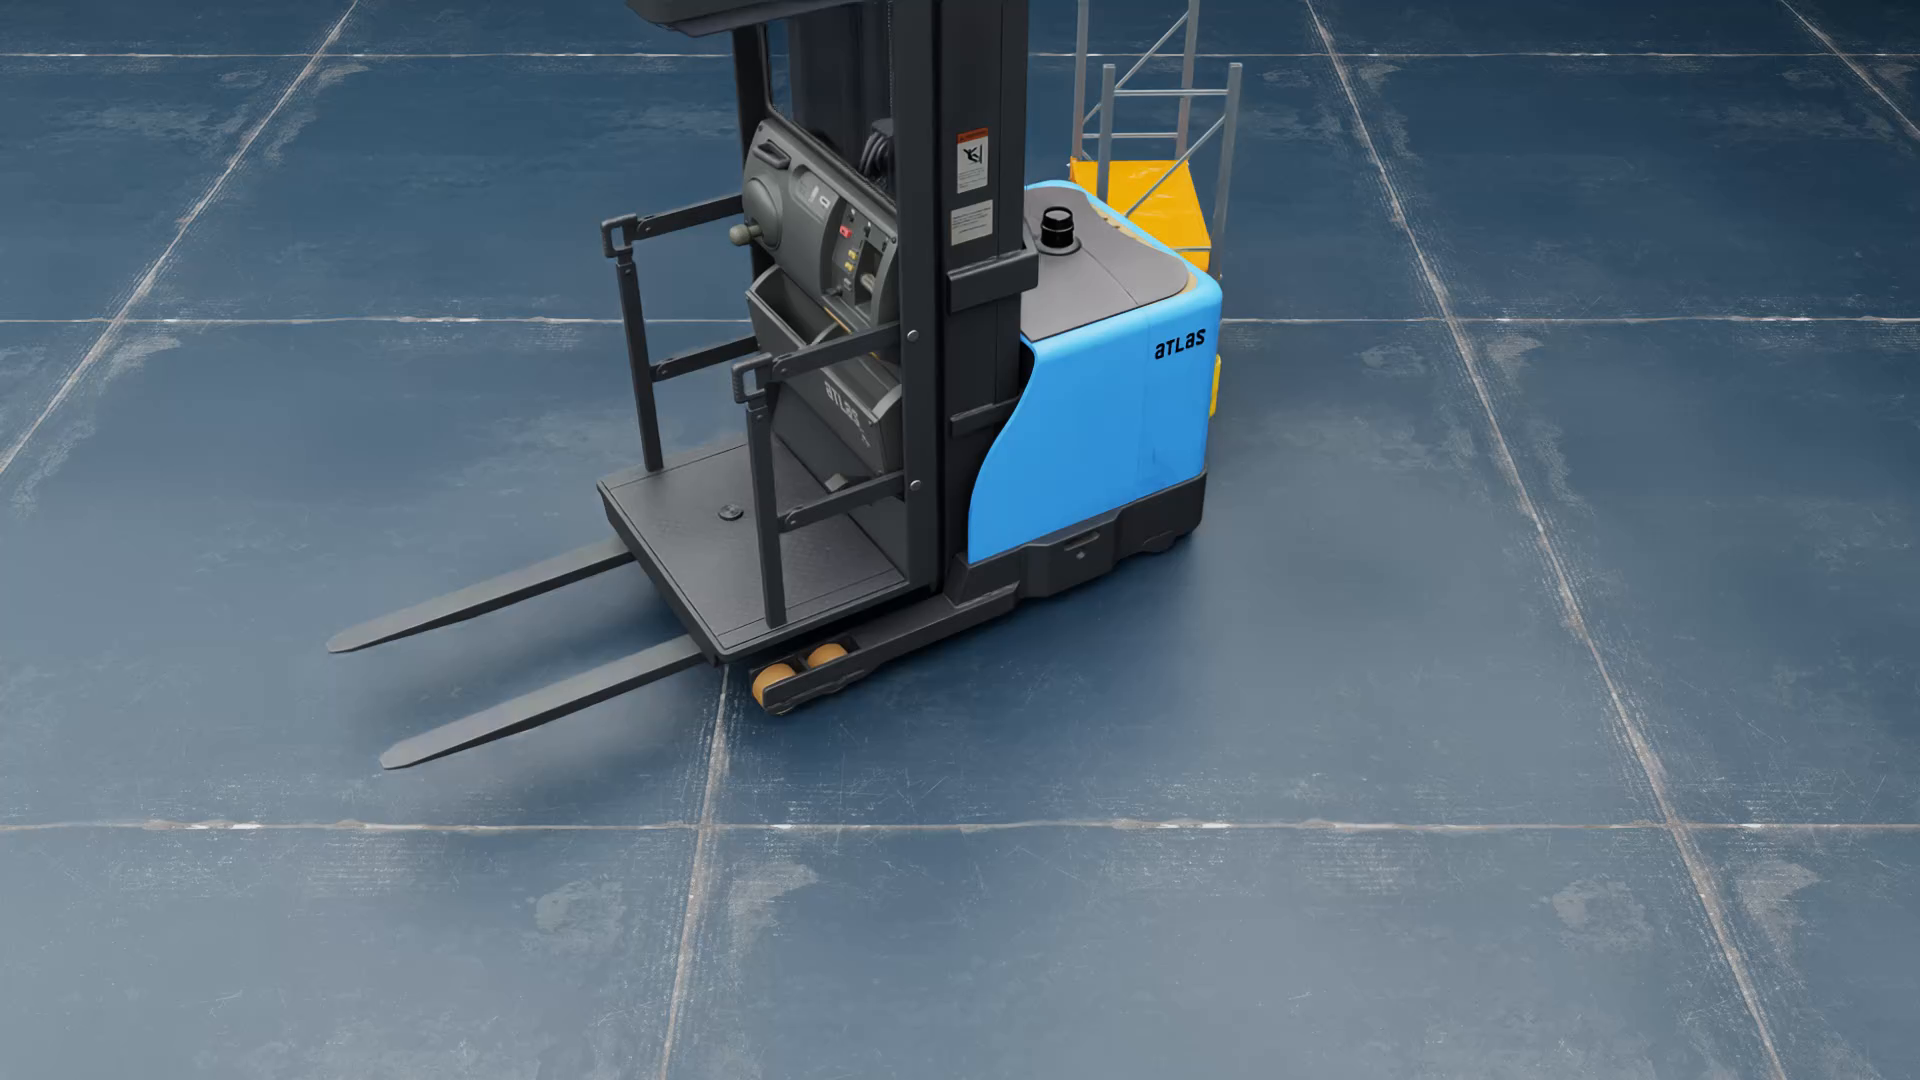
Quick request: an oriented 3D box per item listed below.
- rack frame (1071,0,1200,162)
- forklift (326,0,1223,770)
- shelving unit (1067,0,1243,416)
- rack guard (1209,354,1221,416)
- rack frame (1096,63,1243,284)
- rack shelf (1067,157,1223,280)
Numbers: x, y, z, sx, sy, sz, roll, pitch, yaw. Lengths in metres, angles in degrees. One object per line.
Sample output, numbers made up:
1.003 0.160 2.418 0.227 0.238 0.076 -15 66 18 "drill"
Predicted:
0.740 -1.758 7.245 0.500 1.500 0.032 -1 39 -1 "rack frame"
-0.619 -0.945 5.085 3.031 2.935 1.130 -21 43 -24 "forklift"
0.753 -1.435 6.841 0.587 1.500 1.083 -1 39 -1 "shelving unit"
0.766 -0.636 6.843 0.587 0.250 0.087 -1 39 -1 "rack guard"
0.766 -1.123 6.451 0.500 1.500 0.032 -1 39 -1 "rack frame"
0.753 -1.300 6.961 0.538 0.185 1.000 -1 39 -1 "rack shelf"
